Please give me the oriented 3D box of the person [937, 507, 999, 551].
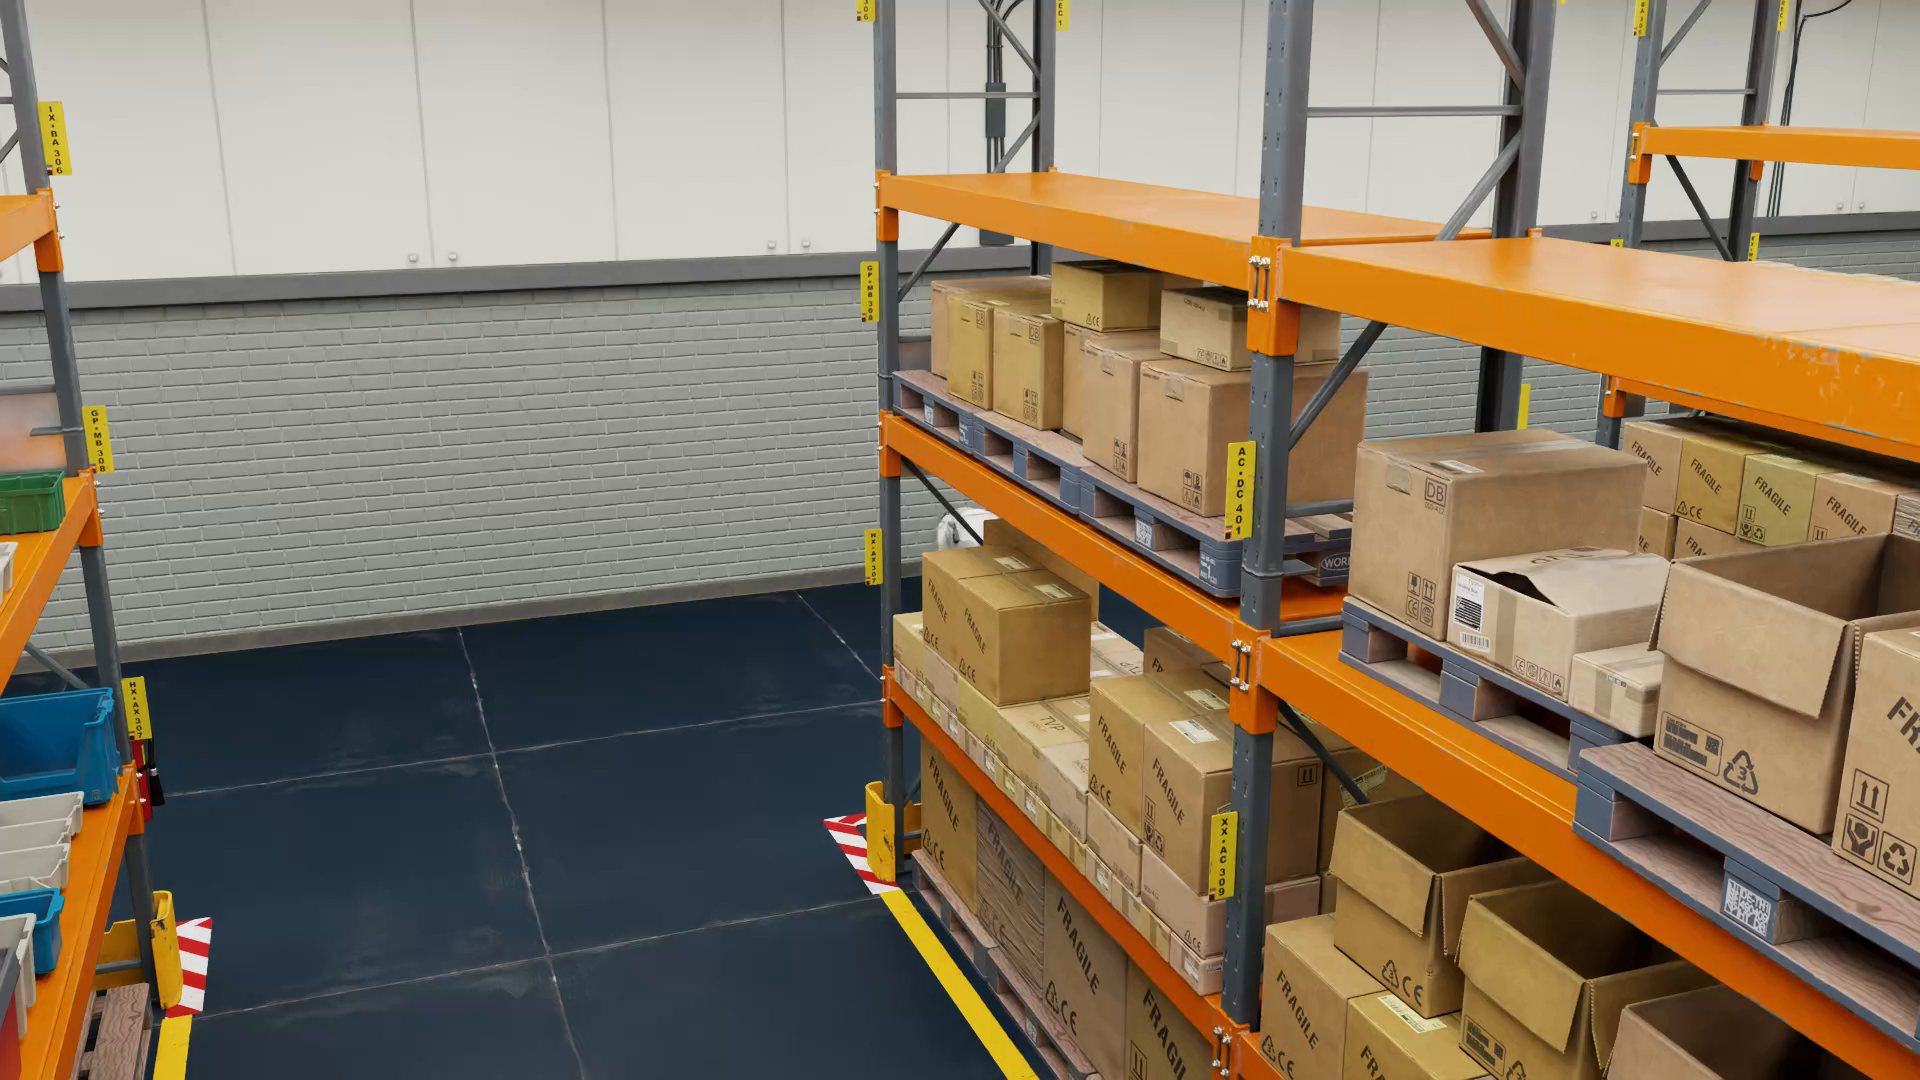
[{"bbox_3d":[0.047,0.183,14.580,0.494,1.014,0.950,-7,17,-22],"label":"person"}]
